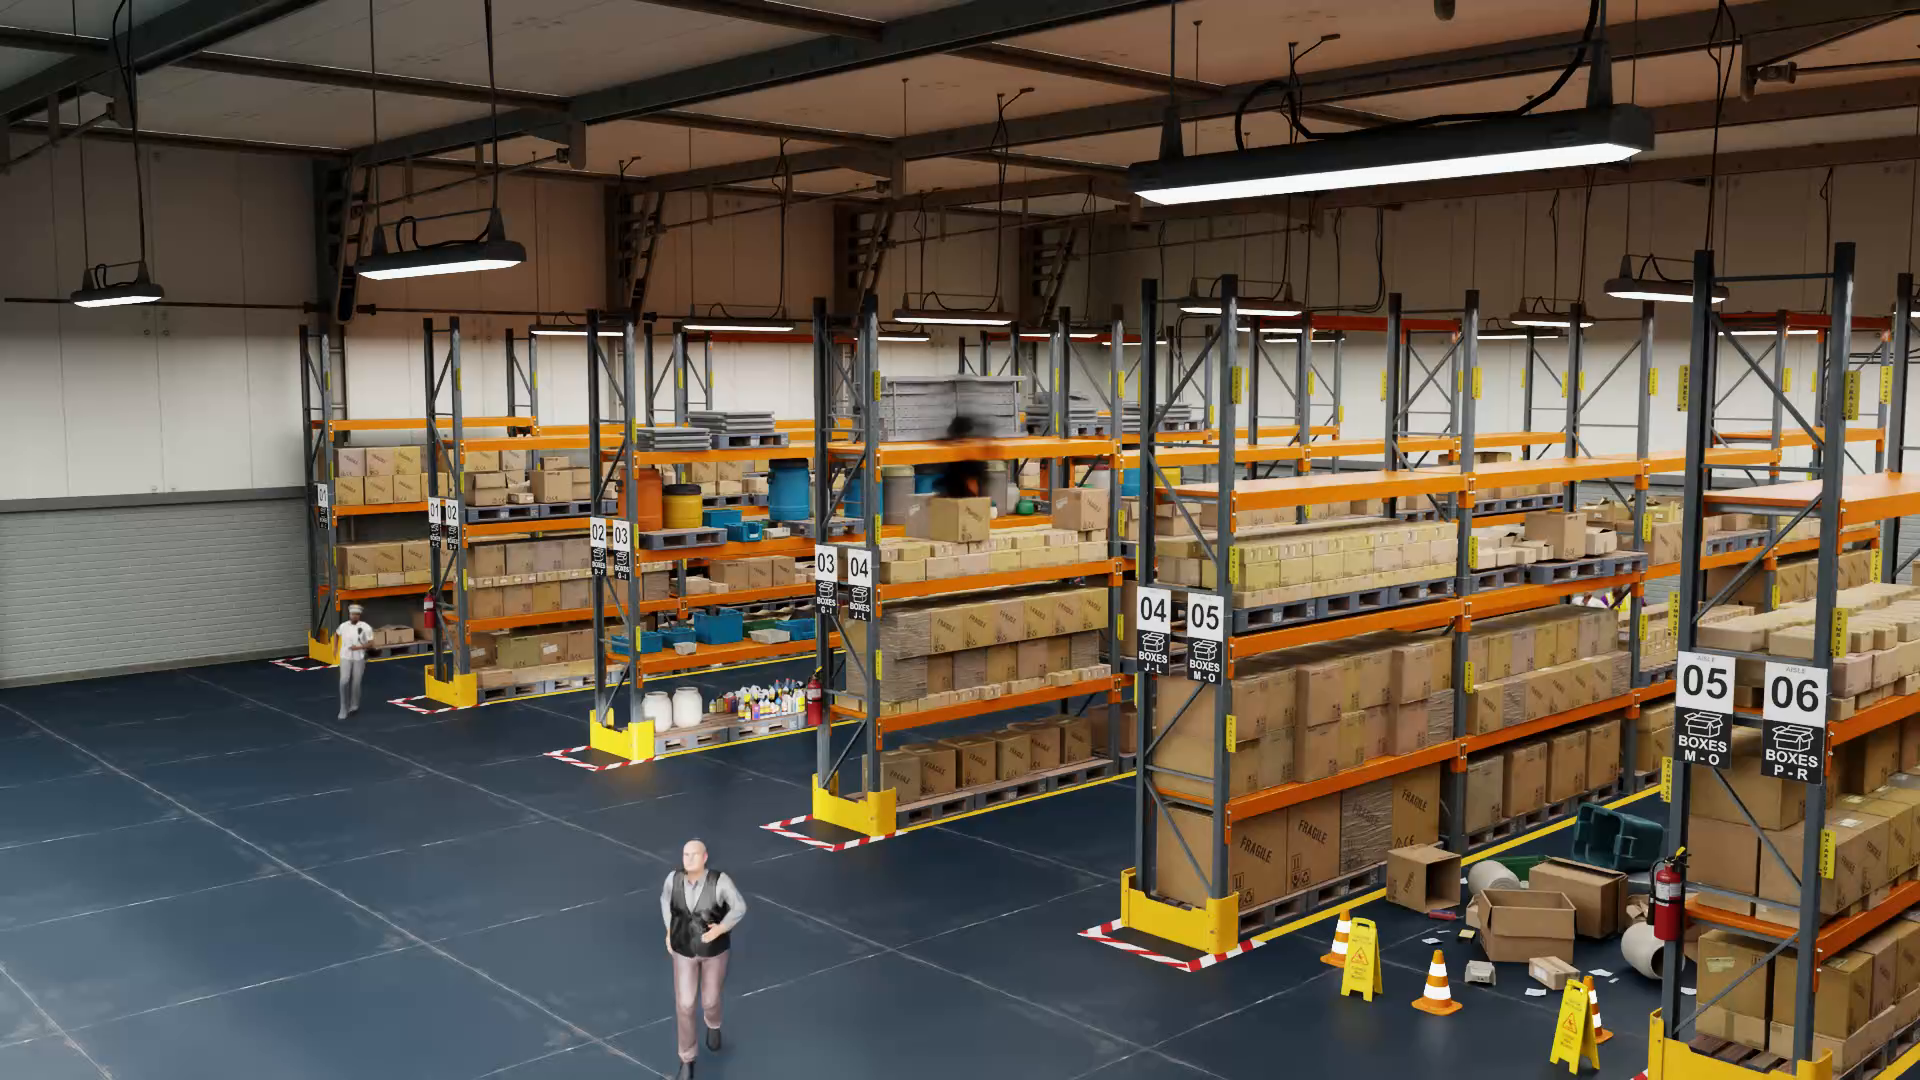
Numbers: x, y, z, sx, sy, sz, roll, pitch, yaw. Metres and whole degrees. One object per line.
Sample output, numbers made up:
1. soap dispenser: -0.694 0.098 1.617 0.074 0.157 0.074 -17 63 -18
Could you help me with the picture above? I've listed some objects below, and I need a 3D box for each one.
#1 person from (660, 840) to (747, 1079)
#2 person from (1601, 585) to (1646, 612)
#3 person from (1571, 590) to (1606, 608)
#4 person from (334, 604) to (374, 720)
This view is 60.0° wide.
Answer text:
1. person: -1.905 3.080 12.365 0.668 1.792 0.745 0 6 1
2. person: 11.066 1.483 27.901 0.717 1.748 0.730 4 7 35
3. person: 10.111 1.565 26.955 0.691 1.753 0.723 5 7 38
4. person: -9.109 1.823 24.994 0.574 1.722 0.671 -2 6 -17
